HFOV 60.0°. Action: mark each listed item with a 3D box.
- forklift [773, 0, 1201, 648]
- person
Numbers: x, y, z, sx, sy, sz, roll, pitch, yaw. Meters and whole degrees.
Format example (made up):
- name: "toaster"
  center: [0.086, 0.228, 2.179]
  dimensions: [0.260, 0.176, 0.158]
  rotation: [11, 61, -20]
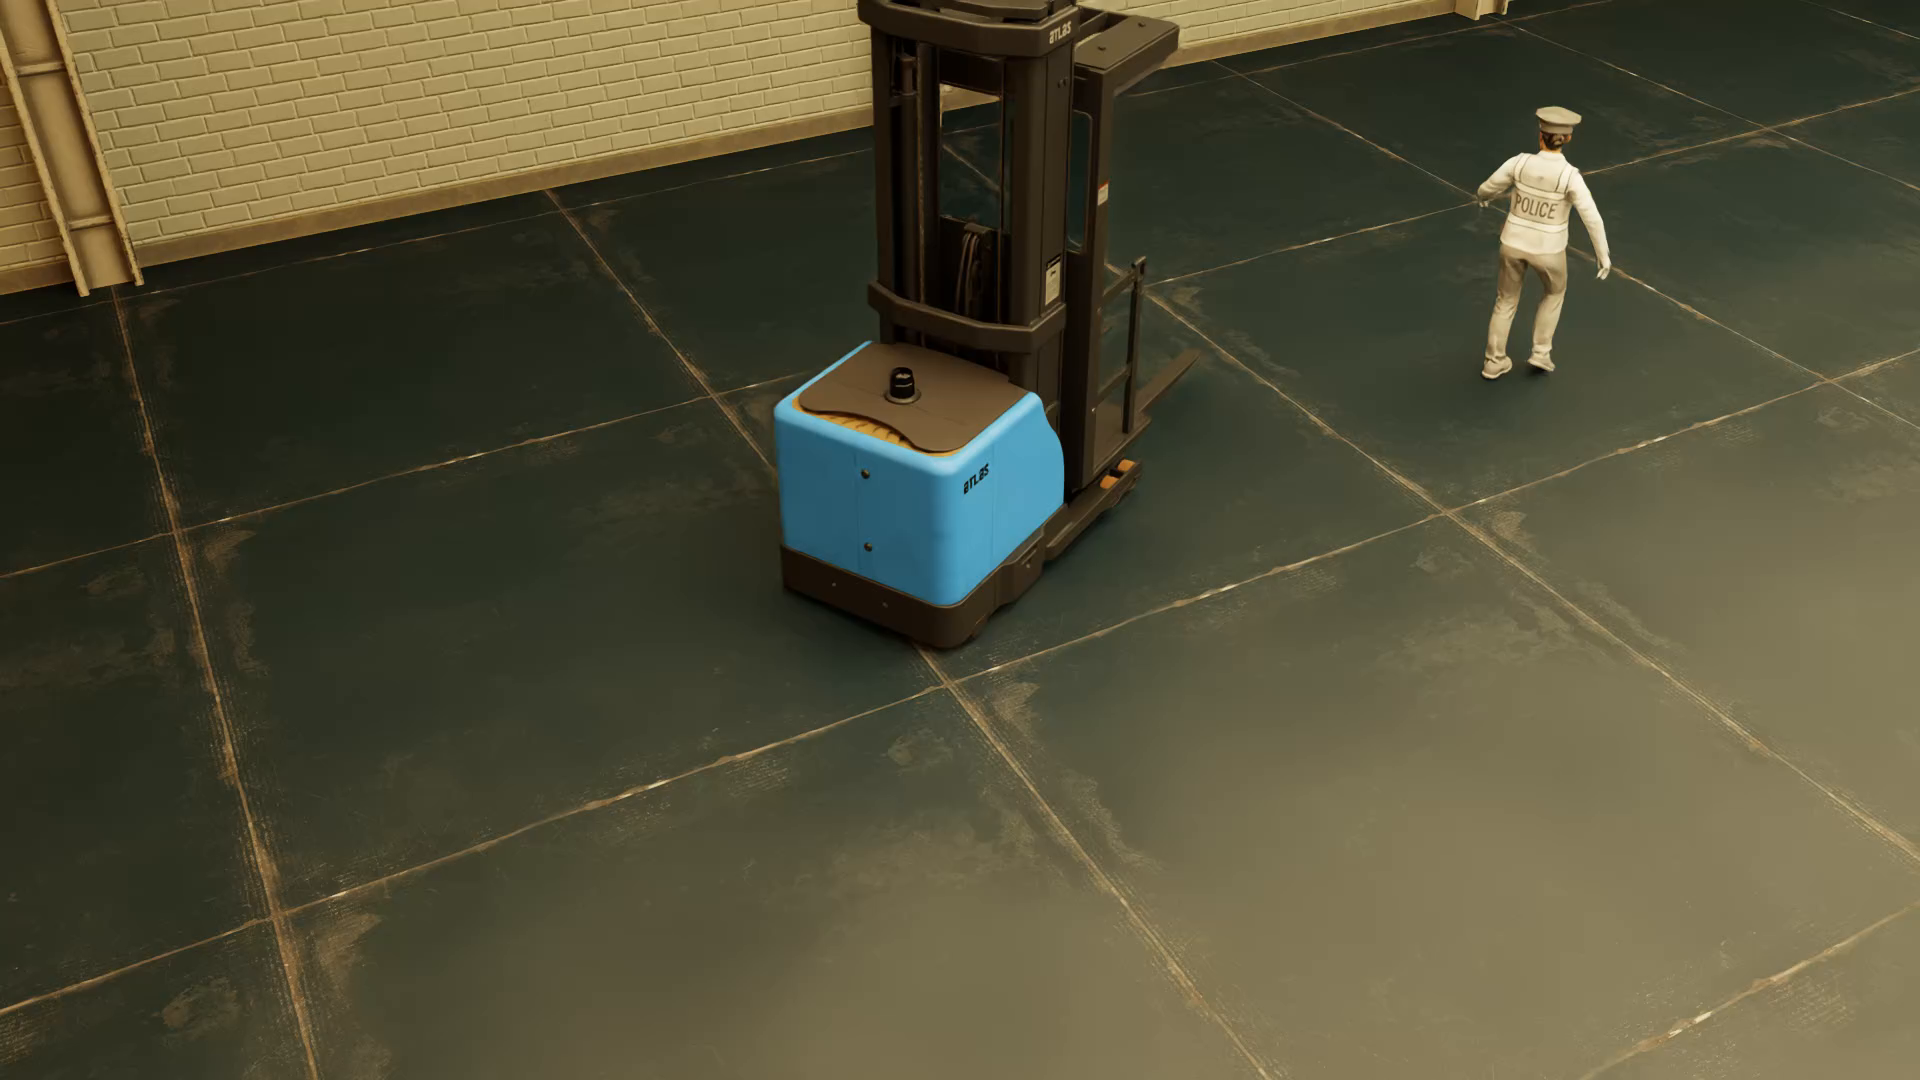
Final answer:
- name: "forklift"
  center: [0.333, -1.506, 8.254]
  dimensions: [1.130, 2.935, 3.031]
  rotation: [20, 40, 26]
- name: "person"
  center: [3.356, -1.698, 9.689]
  dimensions: [0.873, 1.694, 0.480]
  rotation: [24, 42, 30]
